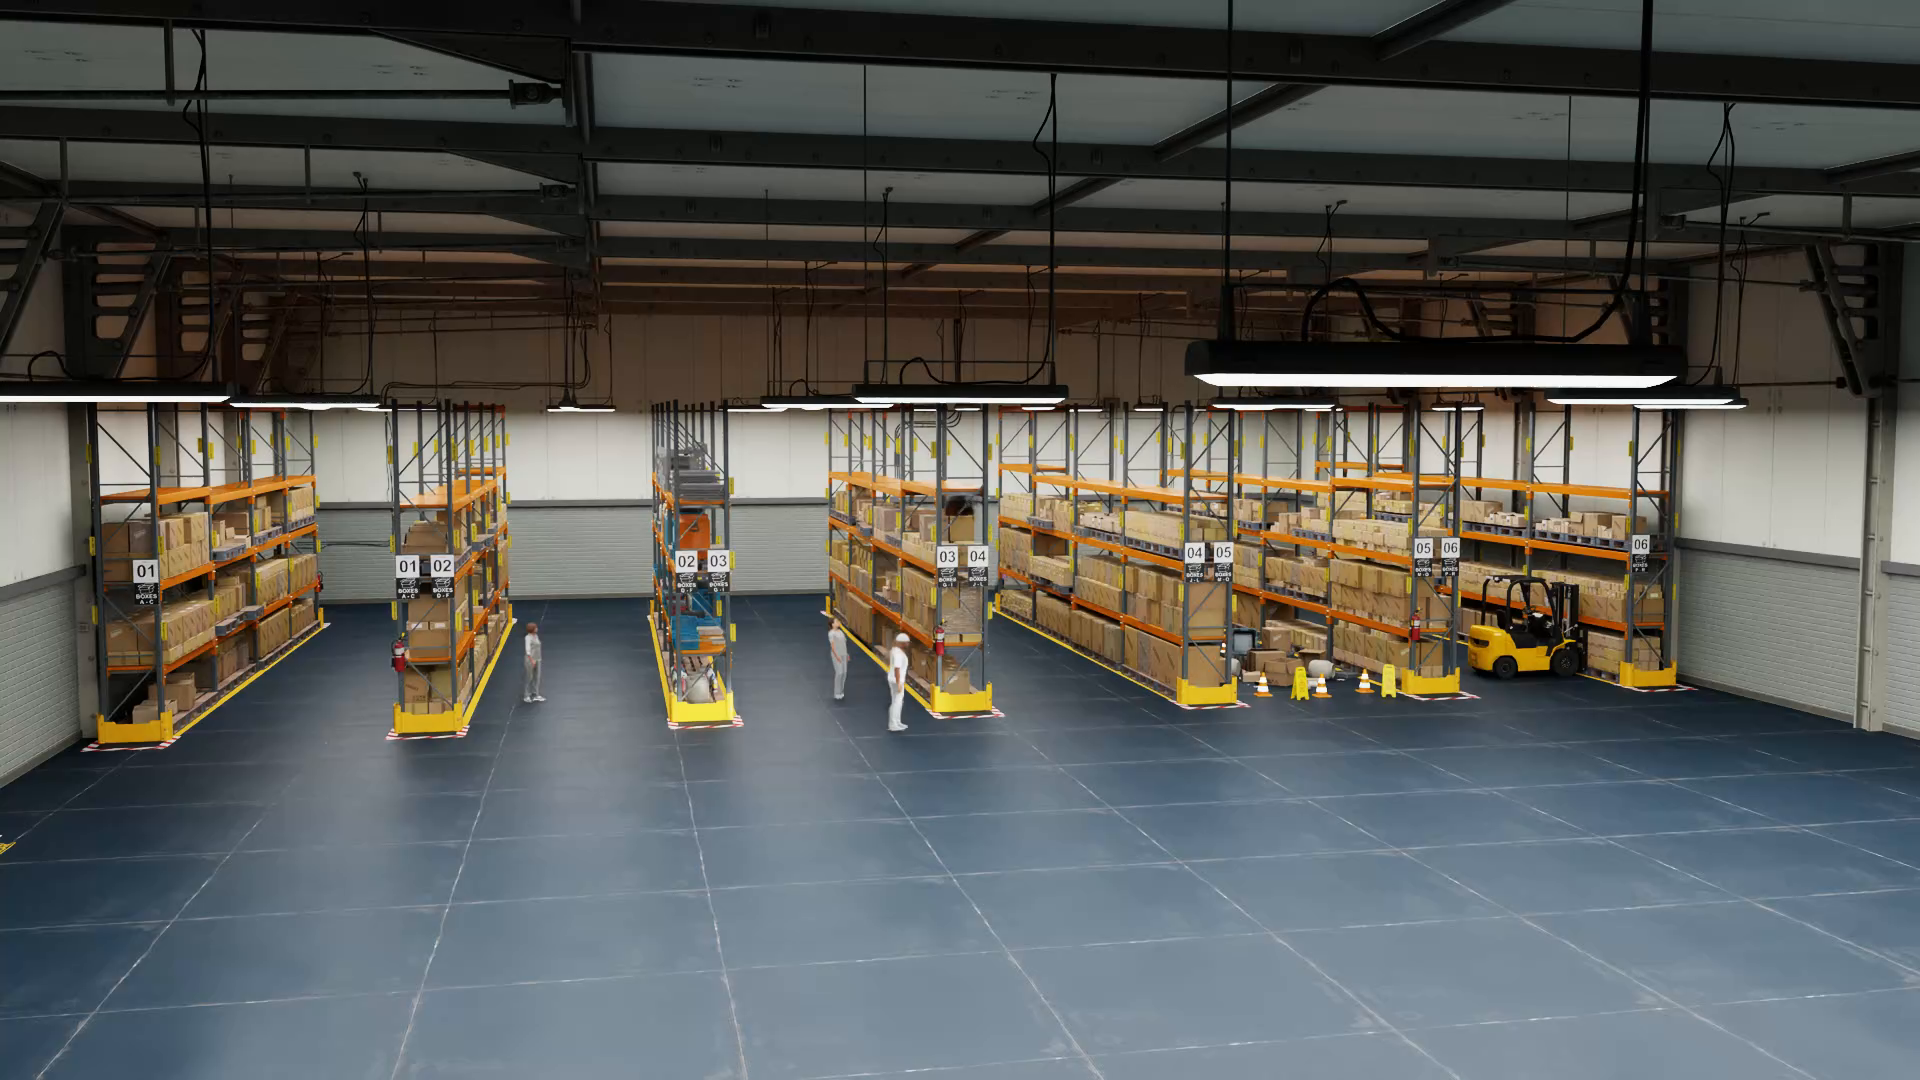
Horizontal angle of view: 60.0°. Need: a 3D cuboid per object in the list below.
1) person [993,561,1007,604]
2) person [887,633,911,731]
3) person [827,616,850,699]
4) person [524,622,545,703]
[{"bbox_3d":[1.281,1.153,50.028,0.617,1.573,0.431,-1,4,-17],"label":"person"},{"bbox_3d":[-1.101,2.570,30.192,0.450,1.772,0.603,0,4,-2],"label":"person"},{"bbox_3d":[-2.432,2.399,33.766,0.494,1.675,0.497,4,6,44],"label":"person"},{"bbox_3d":[-8.492,2.437,33.121,0.463,1.606,0.449,3,5,32],"label":"person"}]
